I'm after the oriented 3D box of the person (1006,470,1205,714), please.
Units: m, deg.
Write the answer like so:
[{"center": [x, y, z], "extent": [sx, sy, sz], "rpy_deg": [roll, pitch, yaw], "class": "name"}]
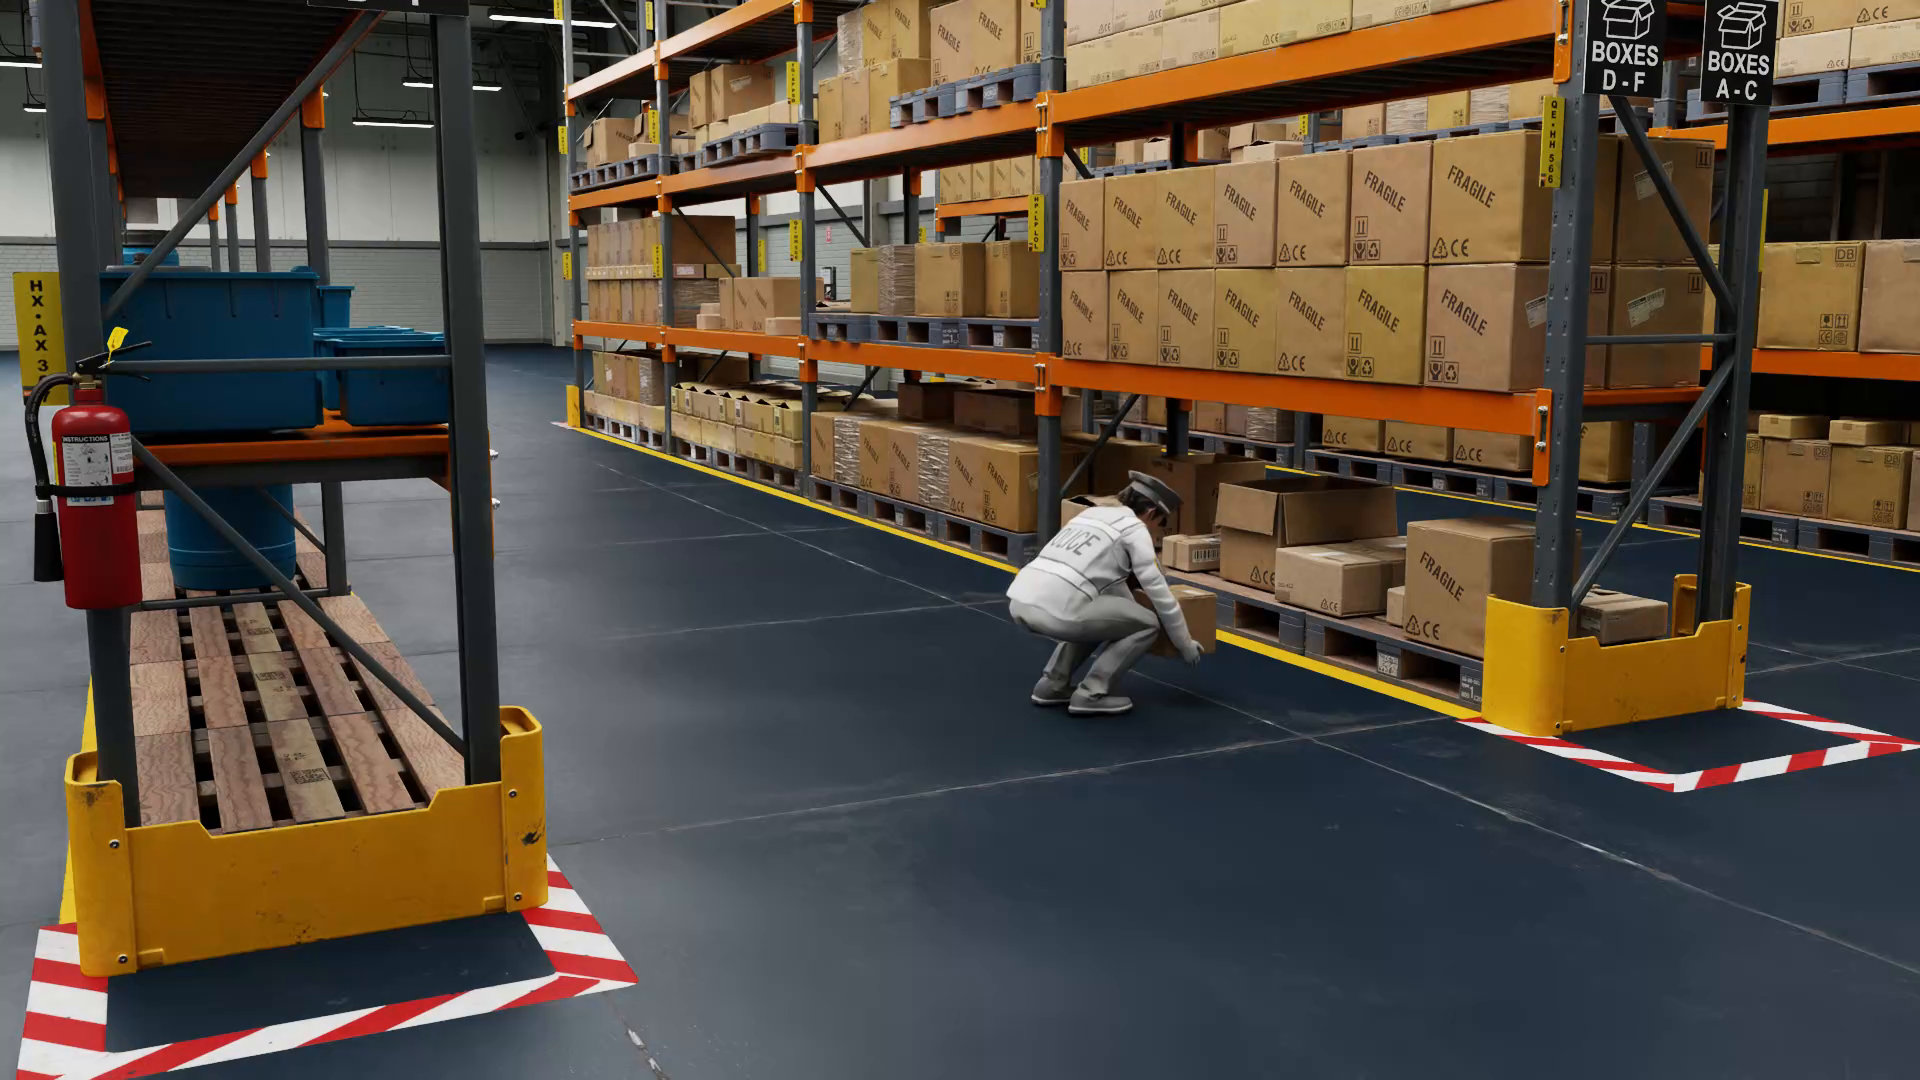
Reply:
[{"center": [0.584, 0.211, 6.822], "extent": [0.823, 0.964, 0.496], "rpy_deg": [-4, 10, -26], "class": "person"}]
